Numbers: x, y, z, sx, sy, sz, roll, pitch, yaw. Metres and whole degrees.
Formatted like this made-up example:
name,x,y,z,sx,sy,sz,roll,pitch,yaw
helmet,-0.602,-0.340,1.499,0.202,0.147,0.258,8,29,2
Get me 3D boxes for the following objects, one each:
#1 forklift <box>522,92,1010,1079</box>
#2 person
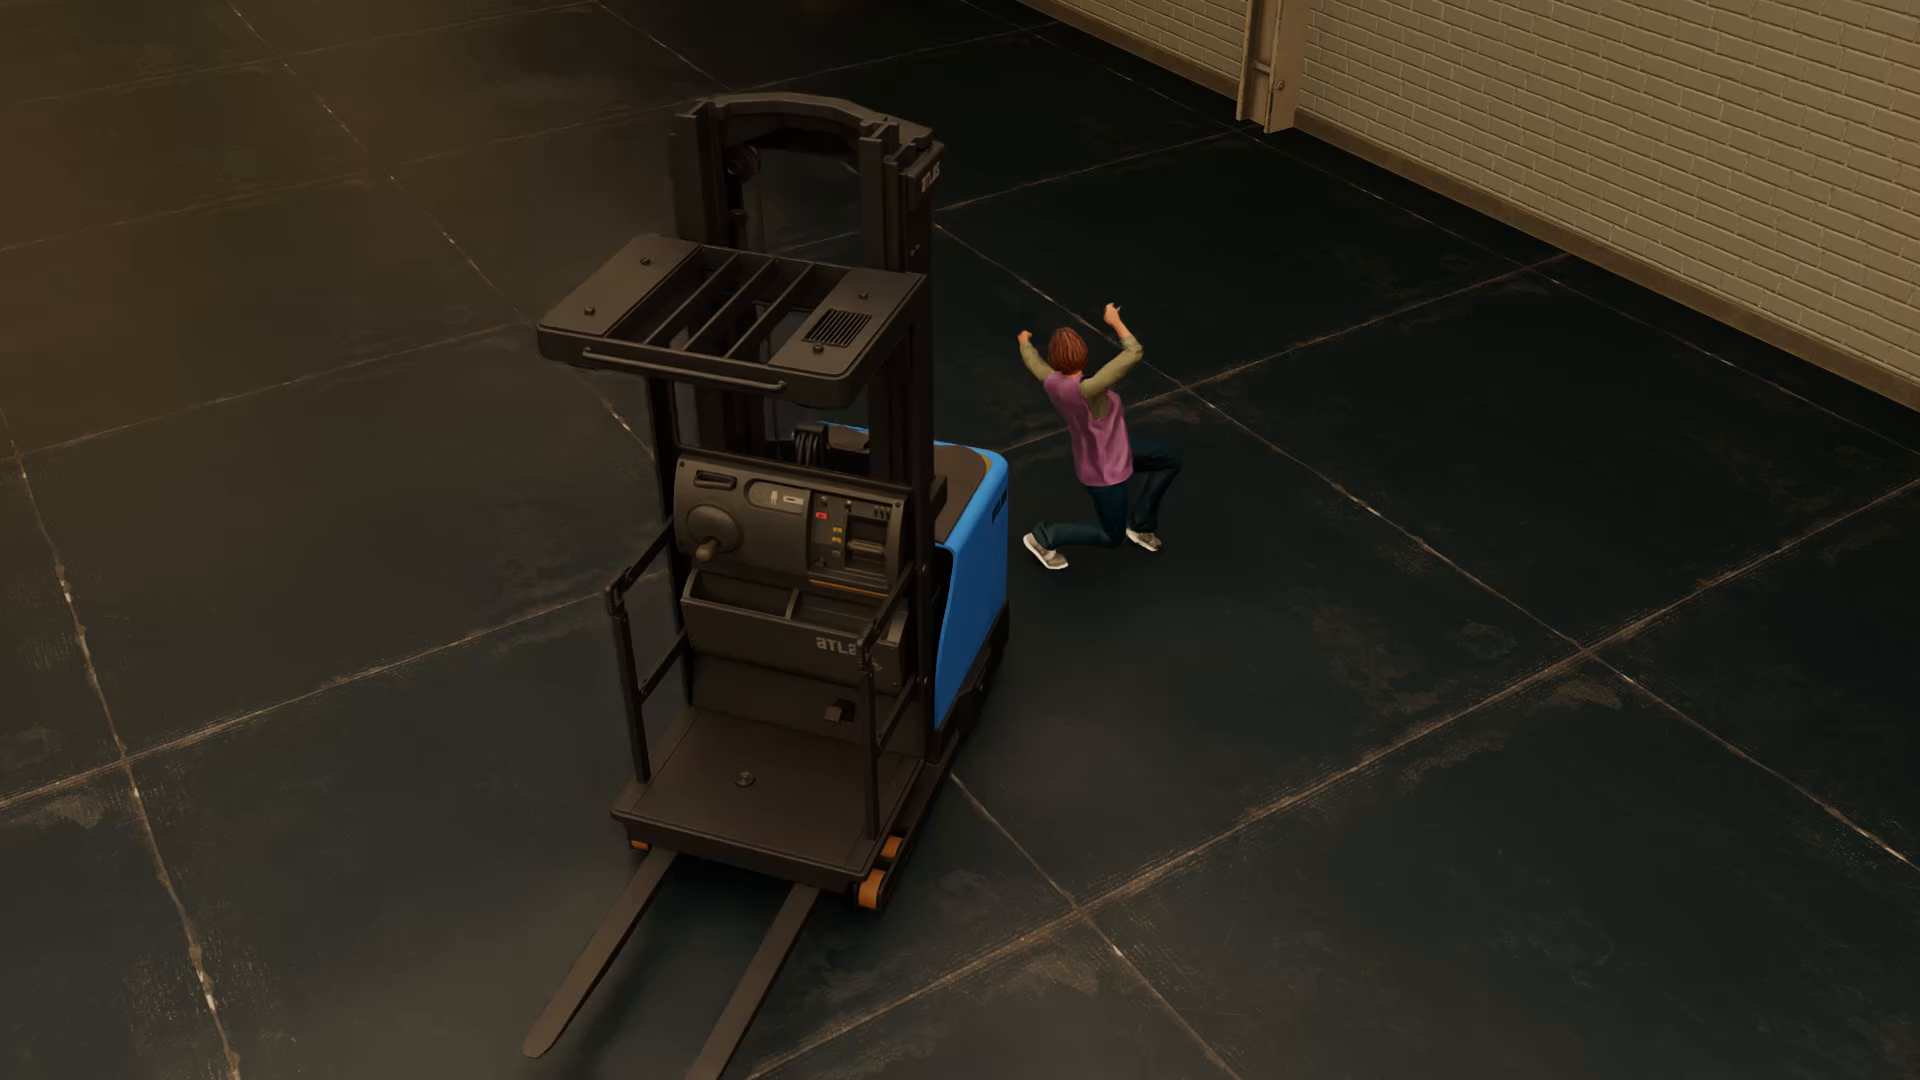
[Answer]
name,x,y,z,sx,sy,sz,roll,pitch,yaw
forklift,-0.721,0.005,6.141,1.130,2.935,3.031,11,37,15
person,0.693,-0.591,8.369,0.803,1.385,0.930,-5,35,-7
